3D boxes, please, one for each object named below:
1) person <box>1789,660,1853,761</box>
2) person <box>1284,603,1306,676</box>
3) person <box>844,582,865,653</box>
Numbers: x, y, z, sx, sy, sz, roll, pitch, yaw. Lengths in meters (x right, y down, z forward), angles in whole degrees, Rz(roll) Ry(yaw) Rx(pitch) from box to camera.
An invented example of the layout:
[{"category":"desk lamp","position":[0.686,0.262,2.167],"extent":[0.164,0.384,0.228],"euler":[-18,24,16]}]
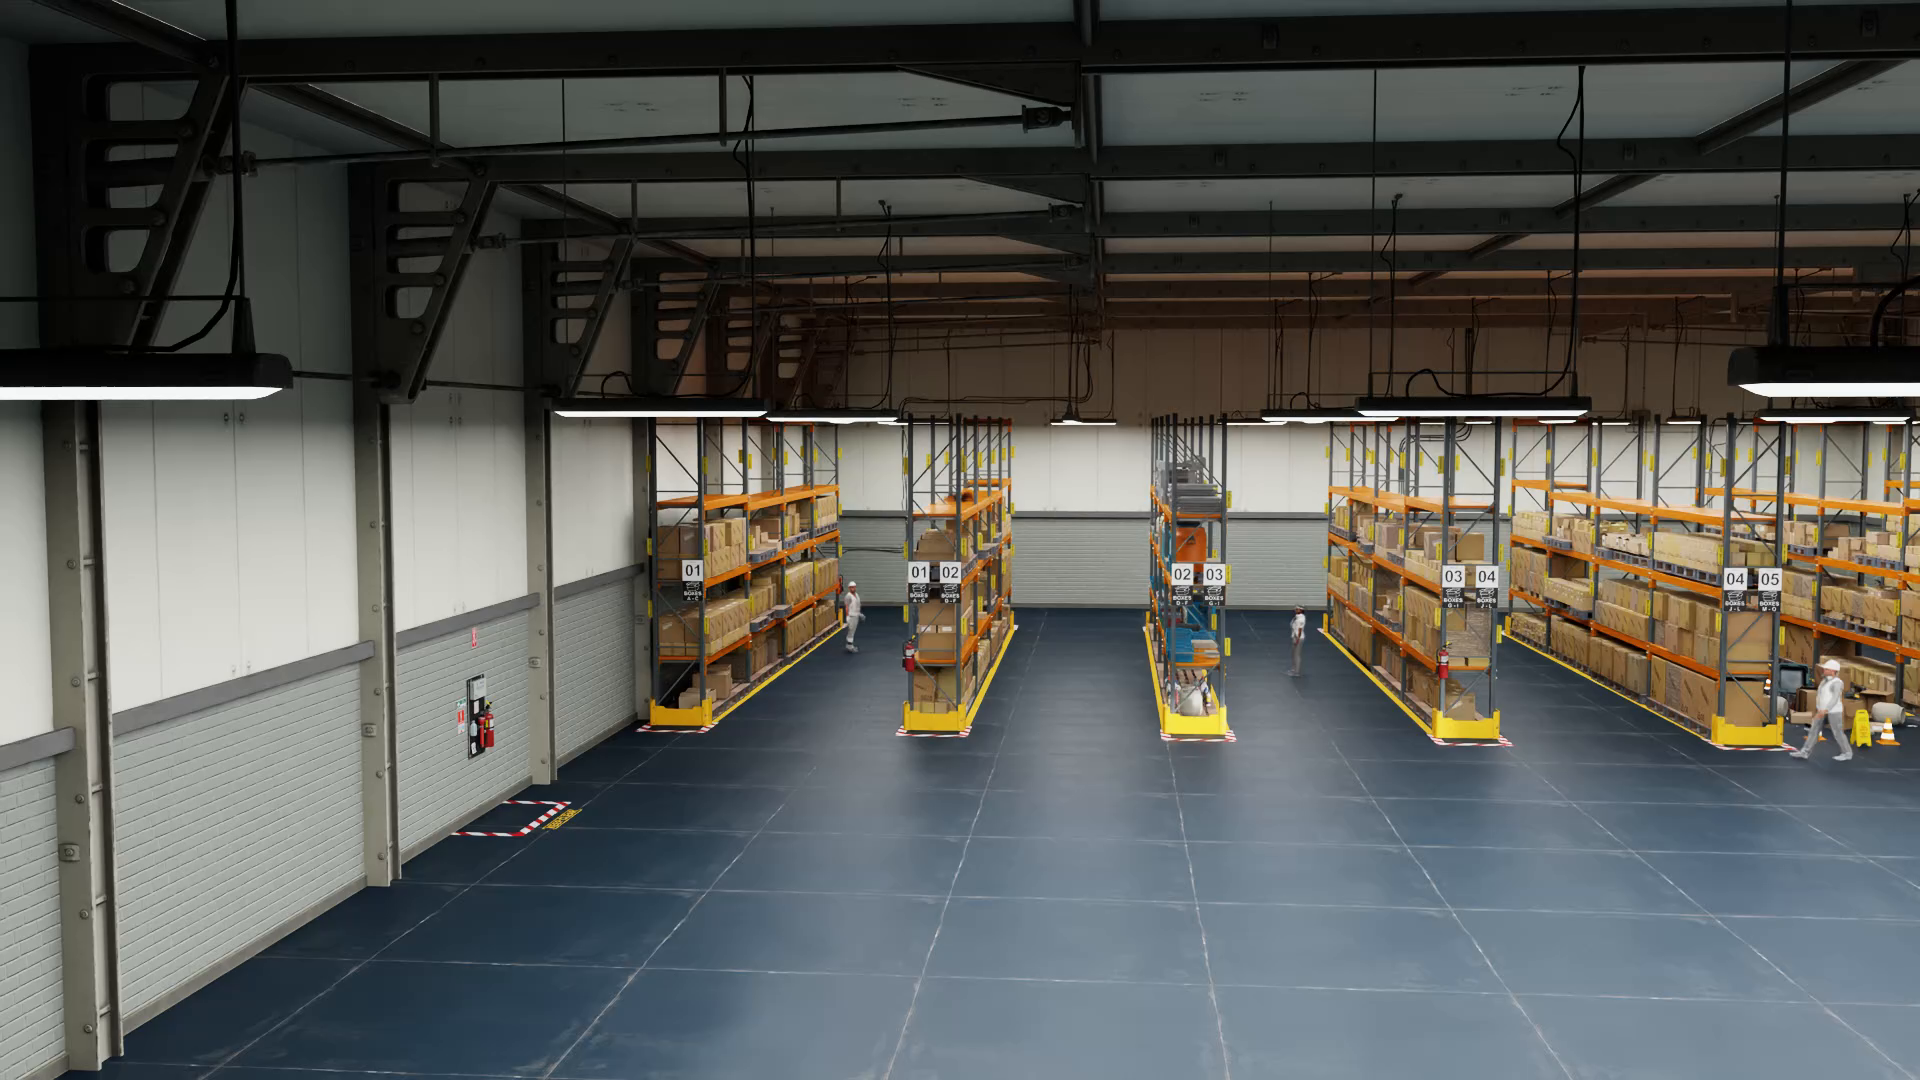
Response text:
[{"category":"person","position":[14.818,2.918,28.489],"extent":[0.980,1.724,0.558],"euler":[0,4,-3]},{"category":"person","position":[7.734,2.295,38.405],"extent":[0.479,1.693,0.491],"euler":[1,4,12]},{"category":"person","position":[-2.732,1.969,42.616],"extent":[0.437,1.808,0.638],"euler":[2,4,22]}]
